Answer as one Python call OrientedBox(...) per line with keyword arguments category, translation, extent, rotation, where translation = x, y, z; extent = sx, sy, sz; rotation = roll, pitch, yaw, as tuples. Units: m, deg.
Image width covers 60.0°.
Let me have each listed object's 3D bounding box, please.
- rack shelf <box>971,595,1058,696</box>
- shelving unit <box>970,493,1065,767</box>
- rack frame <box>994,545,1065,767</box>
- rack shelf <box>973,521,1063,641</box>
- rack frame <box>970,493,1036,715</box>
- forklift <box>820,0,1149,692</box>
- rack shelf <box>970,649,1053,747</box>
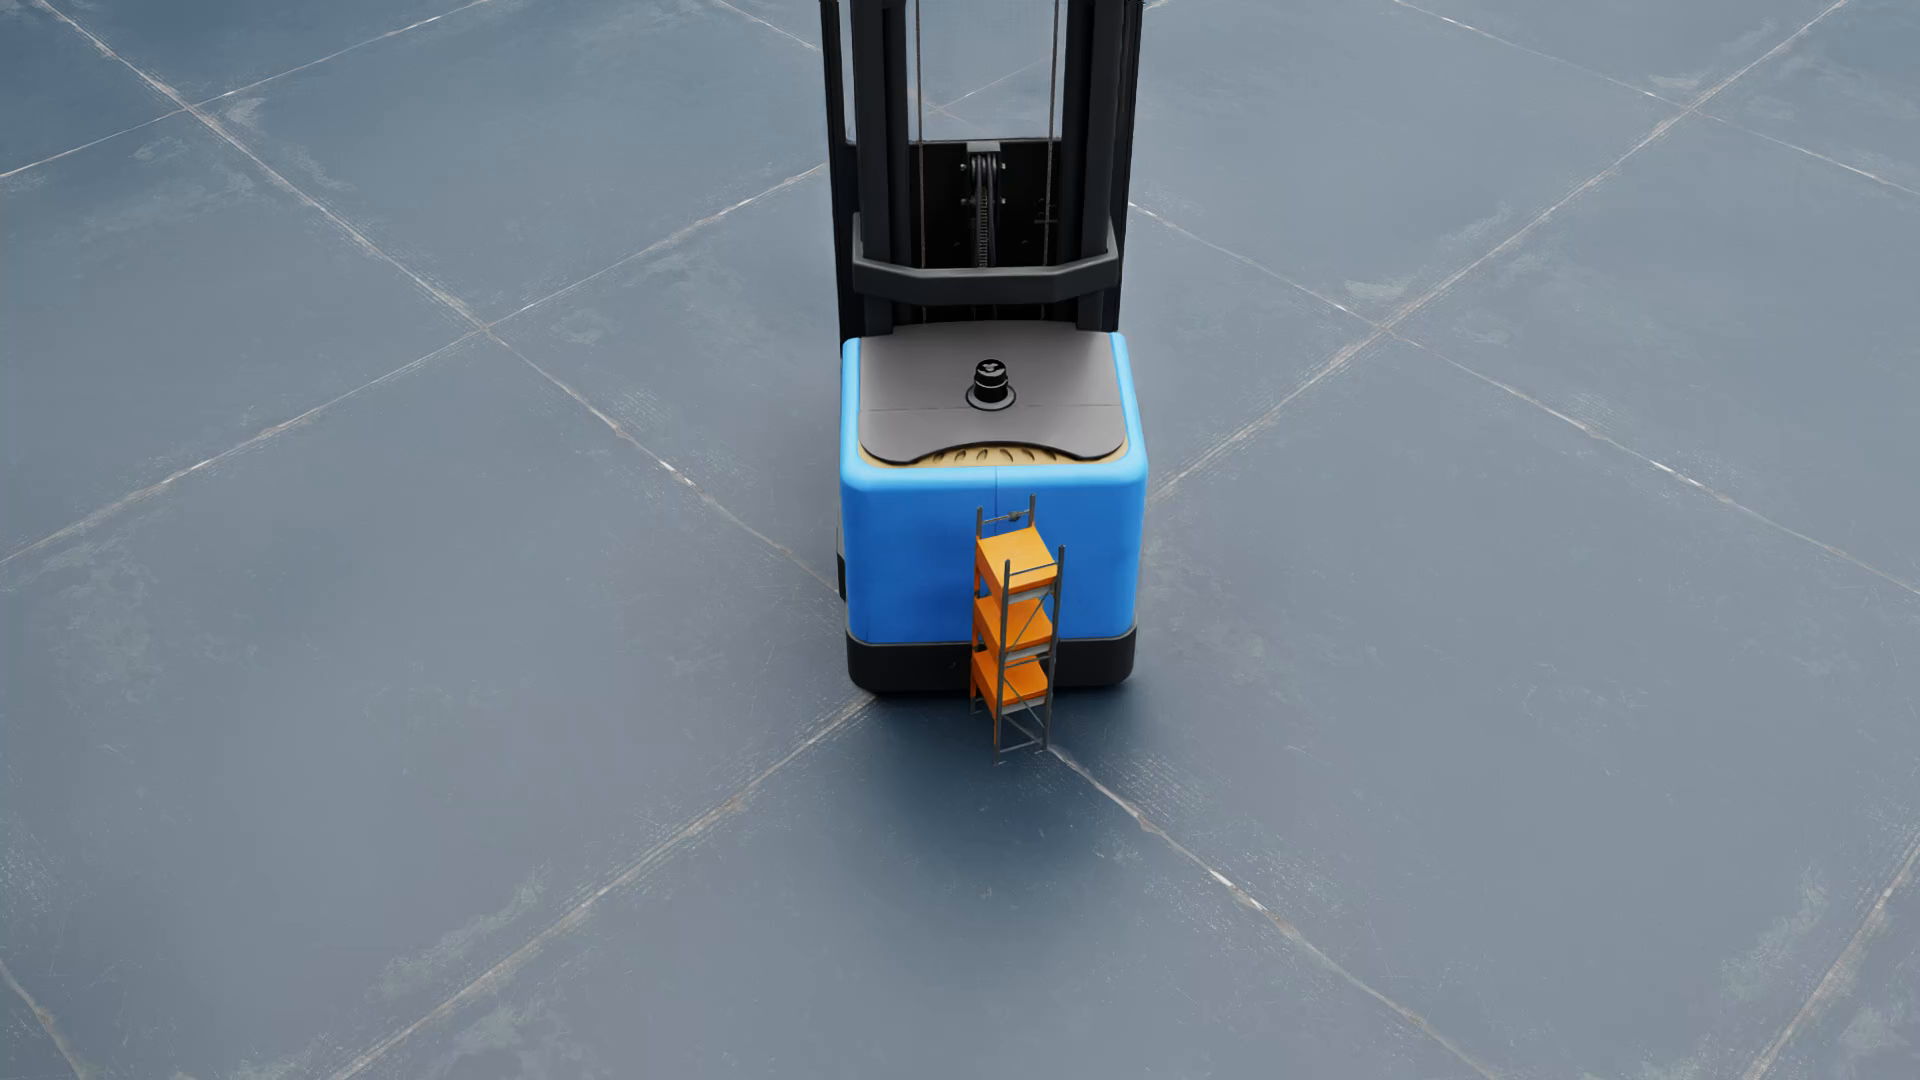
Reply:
OrientedBox(category="rack shelf", translation=(0.181, 0.333, 5.623), extent=(0.215, 0.259, 0.240), rotation=(-14, 47, -15))
OrientedBox(category="shelving unit", translation=(0.182, 0.325, 5.615), extent=(0.215, 1.050, 0.252), rotation=(-14, 47, -15))
OrientedBox(category="rack frame", translation=(0.224, 0.408, 5.536), extent=(0.200, 1.050, 0.008), rotation=(-14, 47, -15))
OrientedBox(category="rack shelf", translation=(0.186, 0.134, 5.421), extent=(0.215, 0.259, 0.240), rotation=(-14, 47, -15))
OrientedBox(category="rack frame", translation=(0.140, 0.243, 5.695), extent=(0.200, 1.050, 0.008), rotation=(-14, 47, -15))
OrientedBox(category="forklift", translation=(0.063, -1.510, 6.224), extent=(1.130, 2.935, 3.031), rotation=(-1, 43, -2))
OrientedBox(category="rack shelf", translation=(0.177, 0.528, 5.821), extent=(0.215, 0.259, 0.240), rotation=(-14, 47, -15))
